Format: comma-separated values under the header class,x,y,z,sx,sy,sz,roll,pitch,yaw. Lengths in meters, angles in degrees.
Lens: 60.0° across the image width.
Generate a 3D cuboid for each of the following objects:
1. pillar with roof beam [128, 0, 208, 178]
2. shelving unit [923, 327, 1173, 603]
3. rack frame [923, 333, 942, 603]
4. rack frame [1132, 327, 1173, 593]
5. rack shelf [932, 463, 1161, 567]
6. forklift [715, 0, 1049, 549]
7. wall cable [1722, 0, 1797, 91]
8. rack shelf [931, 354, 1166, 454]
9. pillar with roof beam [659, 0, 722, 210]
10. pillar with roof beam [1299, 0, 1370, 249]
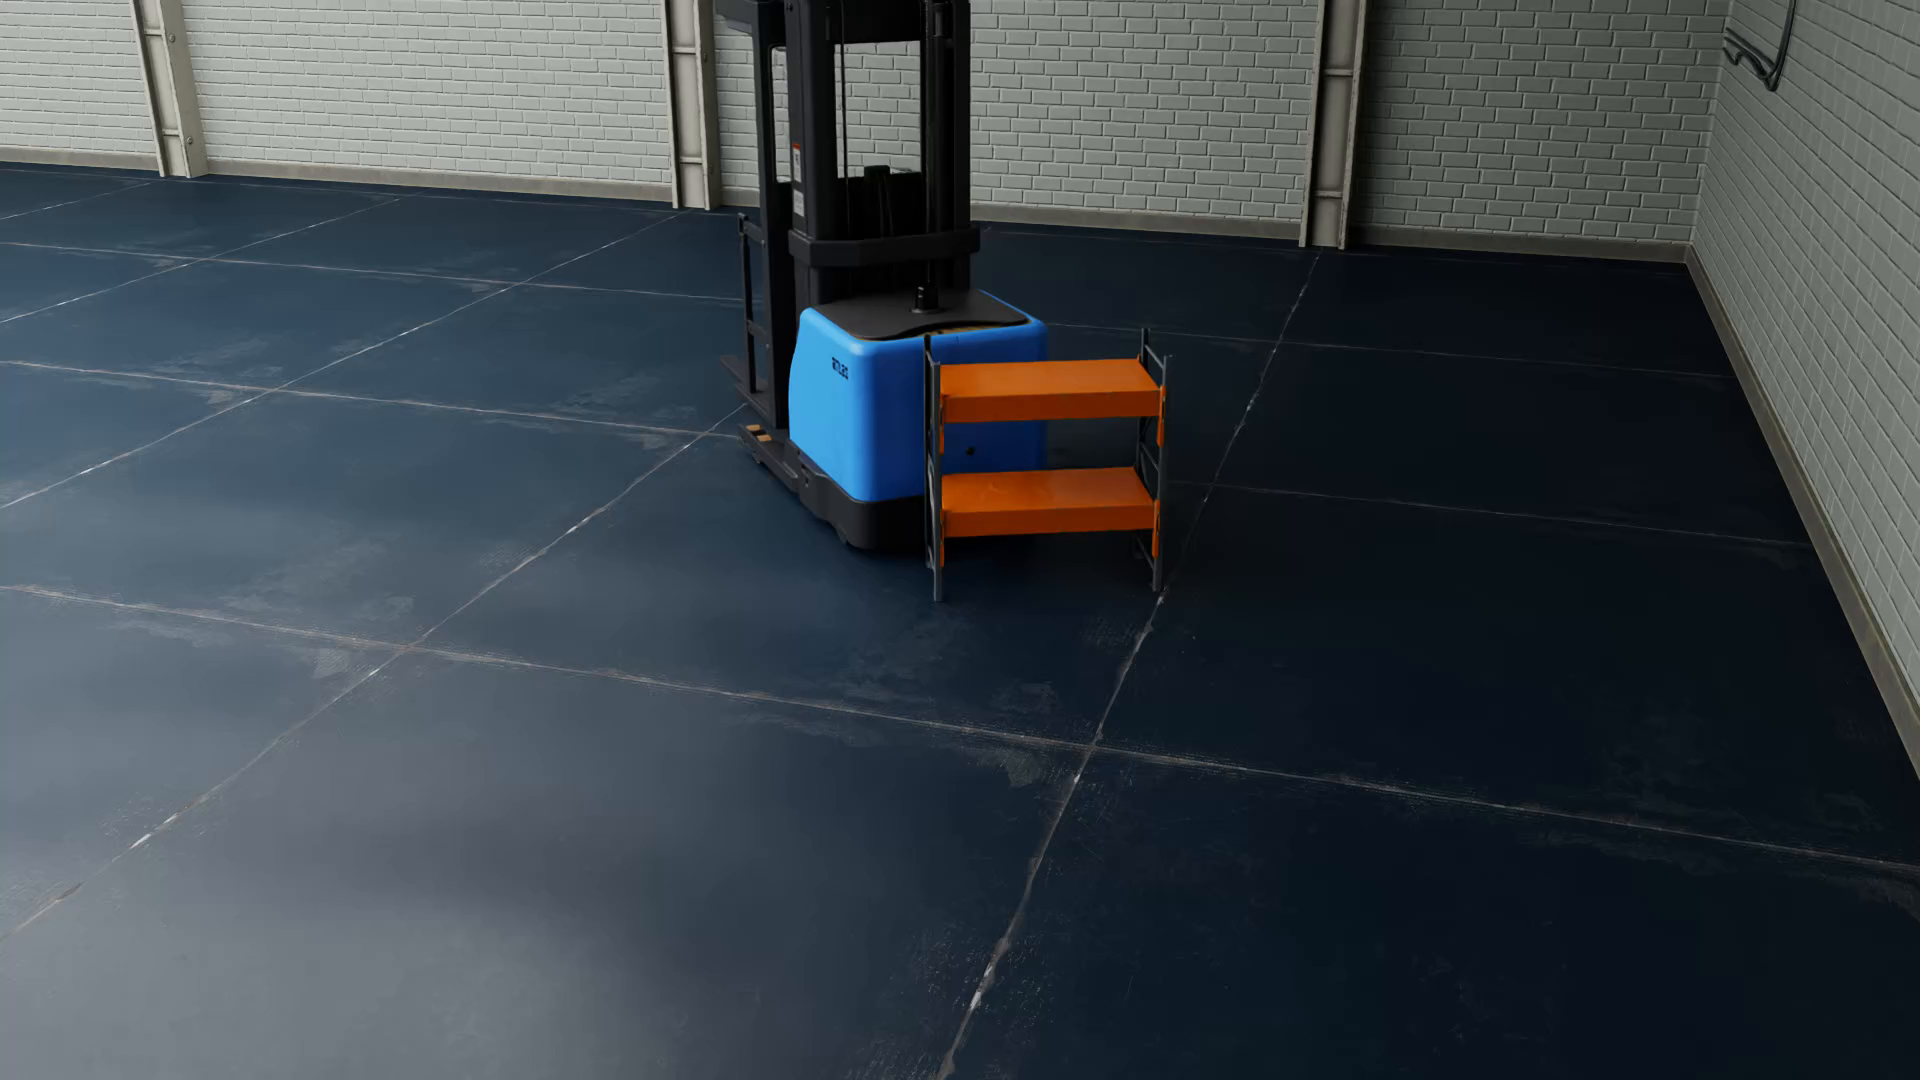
class,x,y,z,sx,sy,sz,roll,pitch,yaw
pillar with roof beam,-9.539,-6.511,12.285,0.400,9.000,9.100,7,23,16
shelving unit,0.381,-0.351,7.644,1.048,1.125,0.538,-2,22,-6
rack frame,-0.125,-0.330,7.593,0.032,1.125,0.500,-2,22,-6
rack frame,0.886,-0.372,7.696,0.032,1.125,0.500,-2,22,-6
rack shelf,0.381,-0.125,7.737,1.000,0.278,0.538,-2,22,-6
forklift,-0.609,-1.837,8.886,1.130,2.935,3.031,-9,24,-22
wall cable,5.631,-4.519,11.522,0.112,2.526,3.097,7,23,16
rack shelf,0.381,-0.622,7.533,1.000,0.278,0.538,-2,22,-6
pillar with roof beam,-3.795,-5.853,10.682,0.400,9.000,9.100,7,23,16
pillar with roof beam,1.949,-5.195,9.078,0.400,9.000,9.100,7,23,16
